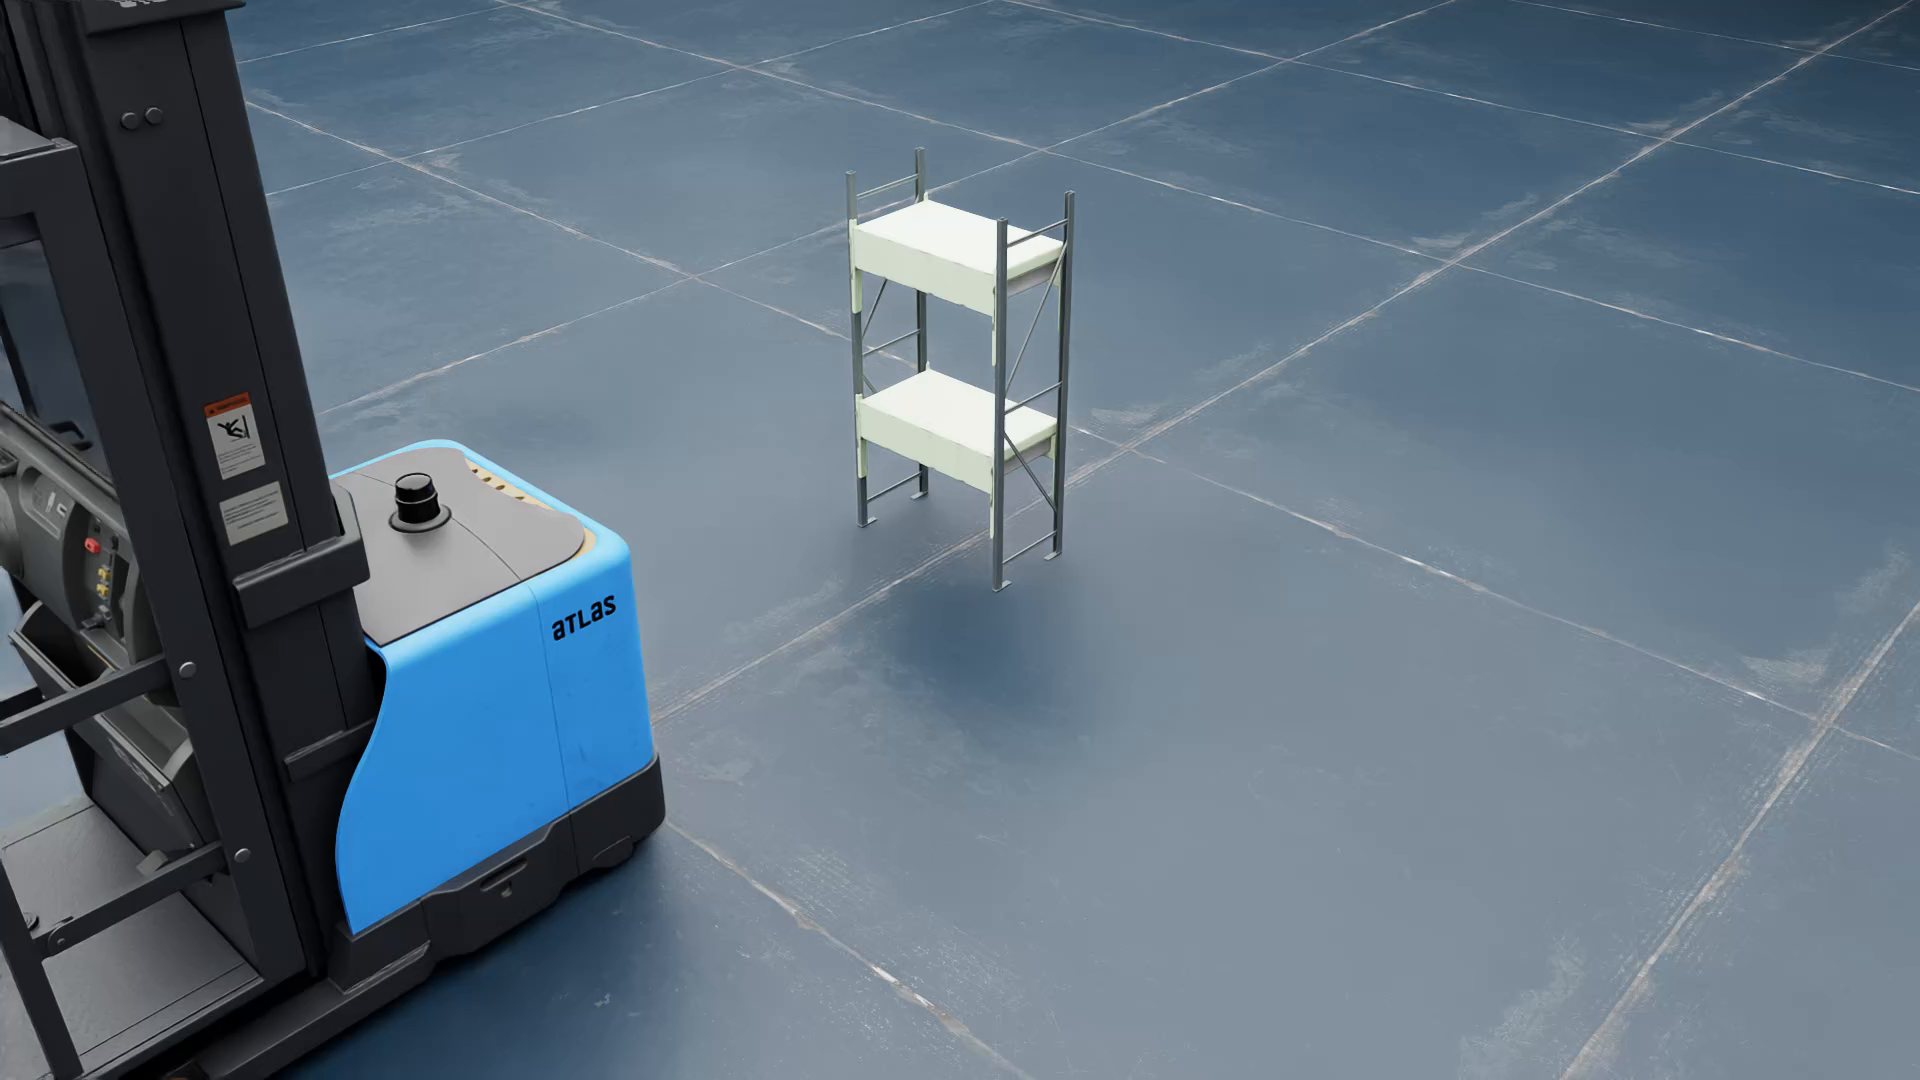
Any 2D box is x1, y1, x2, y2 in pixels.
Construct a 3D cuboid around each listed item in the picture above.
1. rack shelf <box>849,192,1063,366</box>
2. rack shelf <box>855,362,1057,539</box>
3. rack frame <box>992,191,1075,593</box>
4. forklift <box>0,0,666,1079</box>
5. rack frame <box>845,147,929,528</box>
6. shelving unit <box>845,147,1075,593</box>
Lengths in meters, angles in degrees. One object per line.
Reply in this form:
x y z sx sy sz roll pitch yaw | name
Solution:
-0.005 -0.979 6.166 0.720 0.370 0.431 25 39 35 | rack shelf
-0.005 -0.366 6.535 0.720 0.370 0.431 25 39 35 | rack shelf
0.266 -0.518 6.157 0.023 1.500 0.400 25 39 35 | rack frame
-2.291 0.050 3.826 1.130 2.935 3.031 26 39 36 | forklift
-0.276 -0.772 6.577 0.023 1.500 0.400 25 39 35 | rack frame
-0.005 -0.645 6.367 0.755 1.500 0.431 25 39 35 | shelving unit
